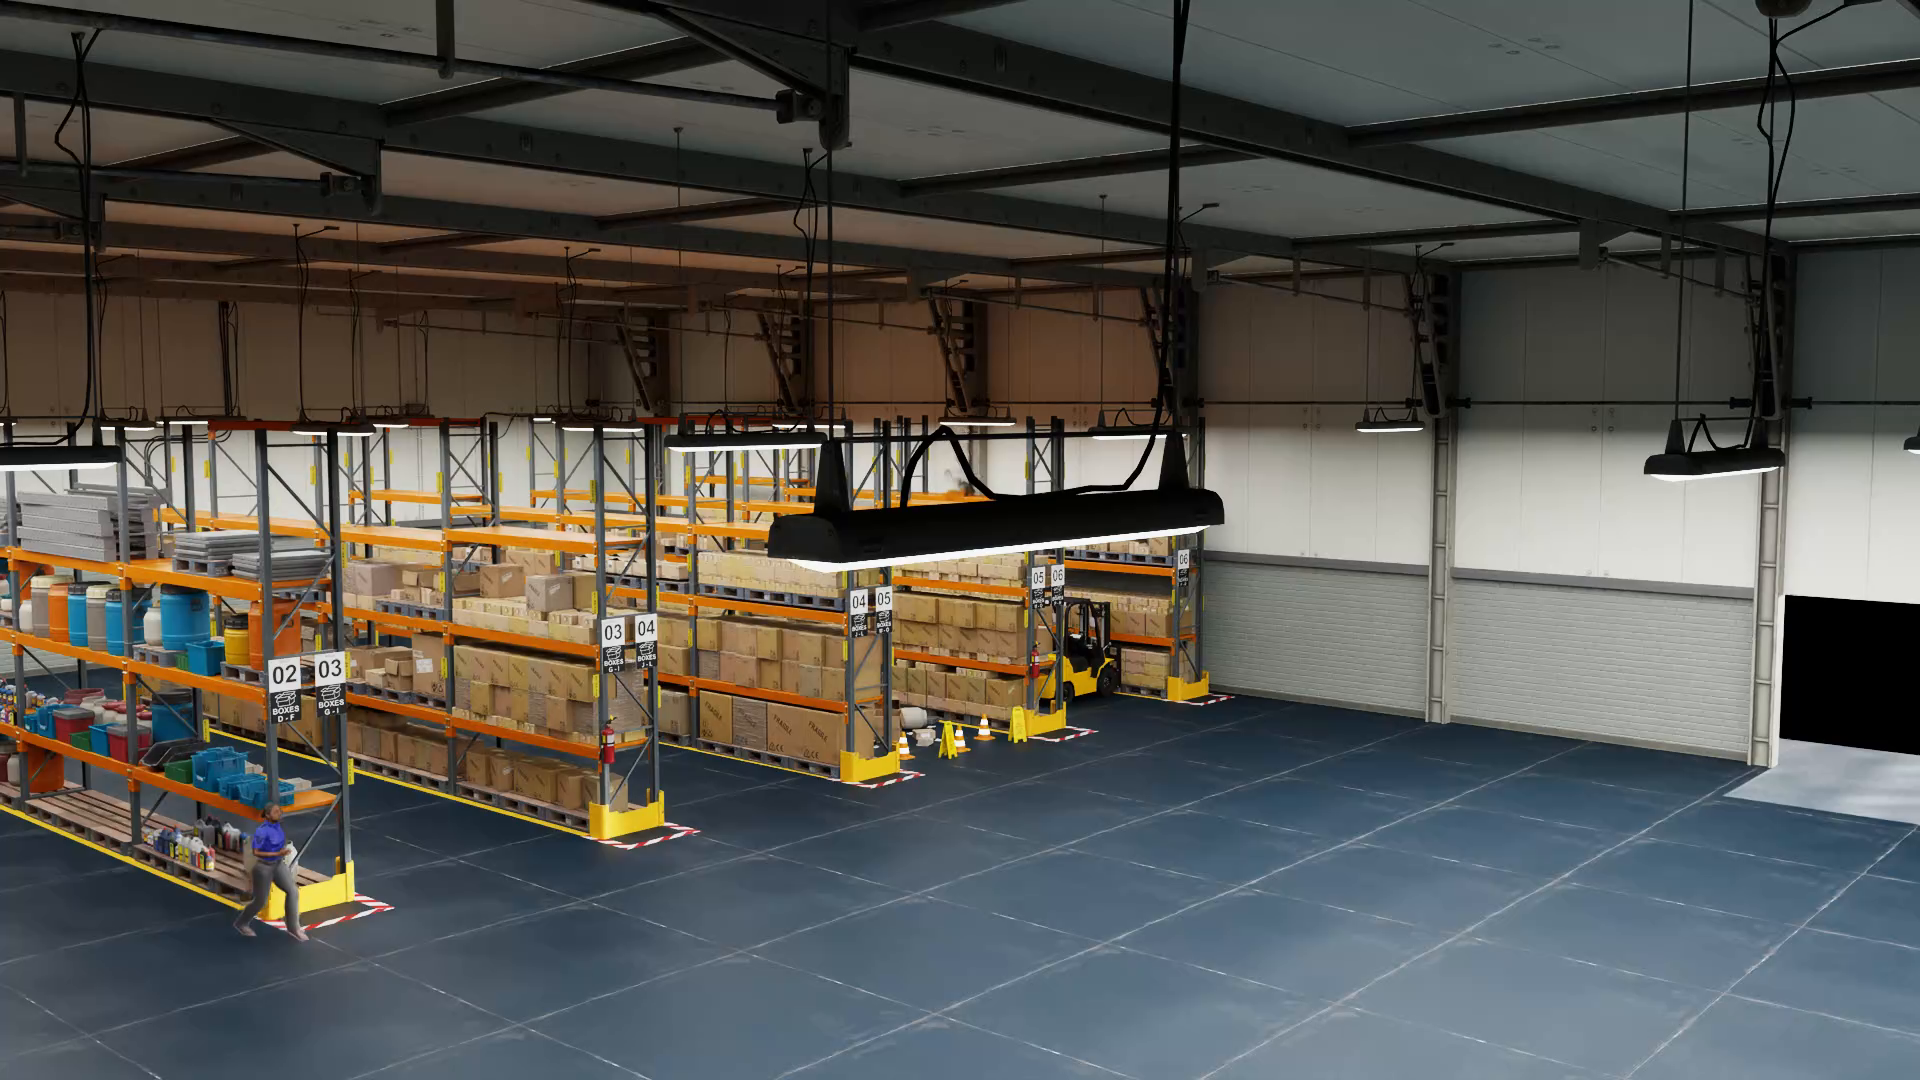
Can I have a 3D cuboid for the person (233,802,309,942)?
[{"bbox_3d":[-8.119,3.904,19.484,0.875,1.675,0.603,1,5,12],"label":"person"}]
